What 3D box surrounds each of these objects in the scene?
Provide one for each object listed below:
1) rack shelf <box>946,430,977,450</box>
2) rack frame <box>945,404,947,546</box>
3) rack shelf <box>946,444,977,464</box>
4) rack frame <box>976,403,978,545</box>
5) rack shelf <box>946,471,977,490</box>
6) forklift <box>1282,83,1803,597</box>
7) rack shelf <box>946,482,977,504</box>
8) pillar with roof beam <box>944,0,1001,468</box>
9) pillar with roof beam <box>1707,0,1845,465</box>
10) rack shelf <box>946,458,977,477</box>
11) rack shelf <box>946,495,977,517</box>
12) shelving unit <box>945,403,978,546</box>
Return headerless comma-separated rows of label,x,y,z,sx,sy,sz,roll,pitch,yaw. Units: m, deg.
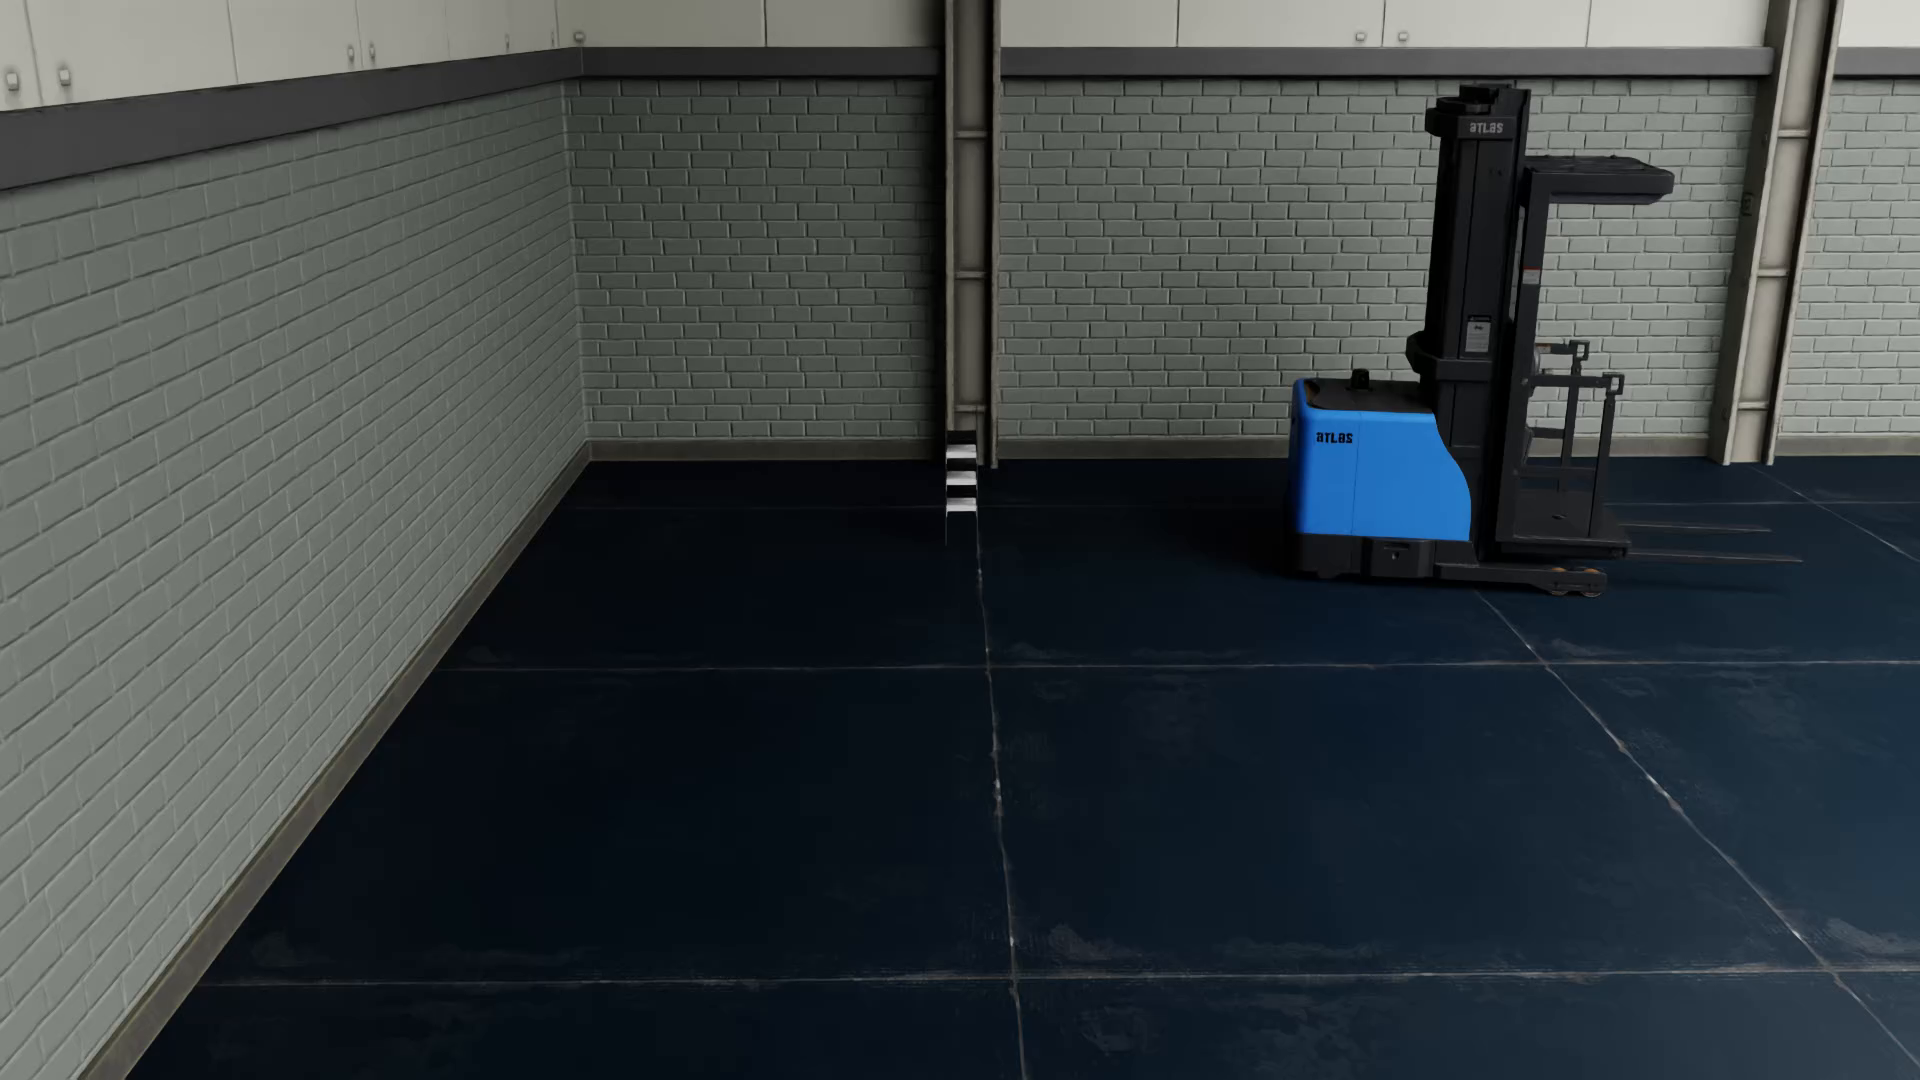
rack shelf,0.008,-0.654,10.838,0.200,0.077,0.258,0,18,-1
rack frame,-0.094,-0.428,10.909,0.006,0.900,0.240,0,18,-1
rack shelf,0.008,-0.568,10.865,0.200,0.077,0.258,0,18,-1
rack frame,0.110,-0.429,10.912,0.006,0.900,0.240,0,18,-1
rack shelf,0.008,-0.397,10.920,0.200,0.077,0.258,0,18,-1
forklift,3.589,-1.228,10.076,3.031,2.935,1.130,3,18,8
rack shelf,0.008,-0.311,10.948,0.200,0.077,0.258,0,18,-1
pillar with roof beam,0.156,-3.566,7.433,0.400,9.000,9.100,0,18,-1
pillar with roof beam,6.155,-3.595,7.523,0.400,9.000,9.100,0,18,-1
rack shelf,0.008,-0.482,10.893,0.200,0.077,0.258,0,18,-1
rack shelf,0.008,-0.225,10.975,0.200,0.077,0.258,0,18,-1
shelving unit,0.008,-0.429,10.910,0.210,0.900,0.258,0,18,-1
